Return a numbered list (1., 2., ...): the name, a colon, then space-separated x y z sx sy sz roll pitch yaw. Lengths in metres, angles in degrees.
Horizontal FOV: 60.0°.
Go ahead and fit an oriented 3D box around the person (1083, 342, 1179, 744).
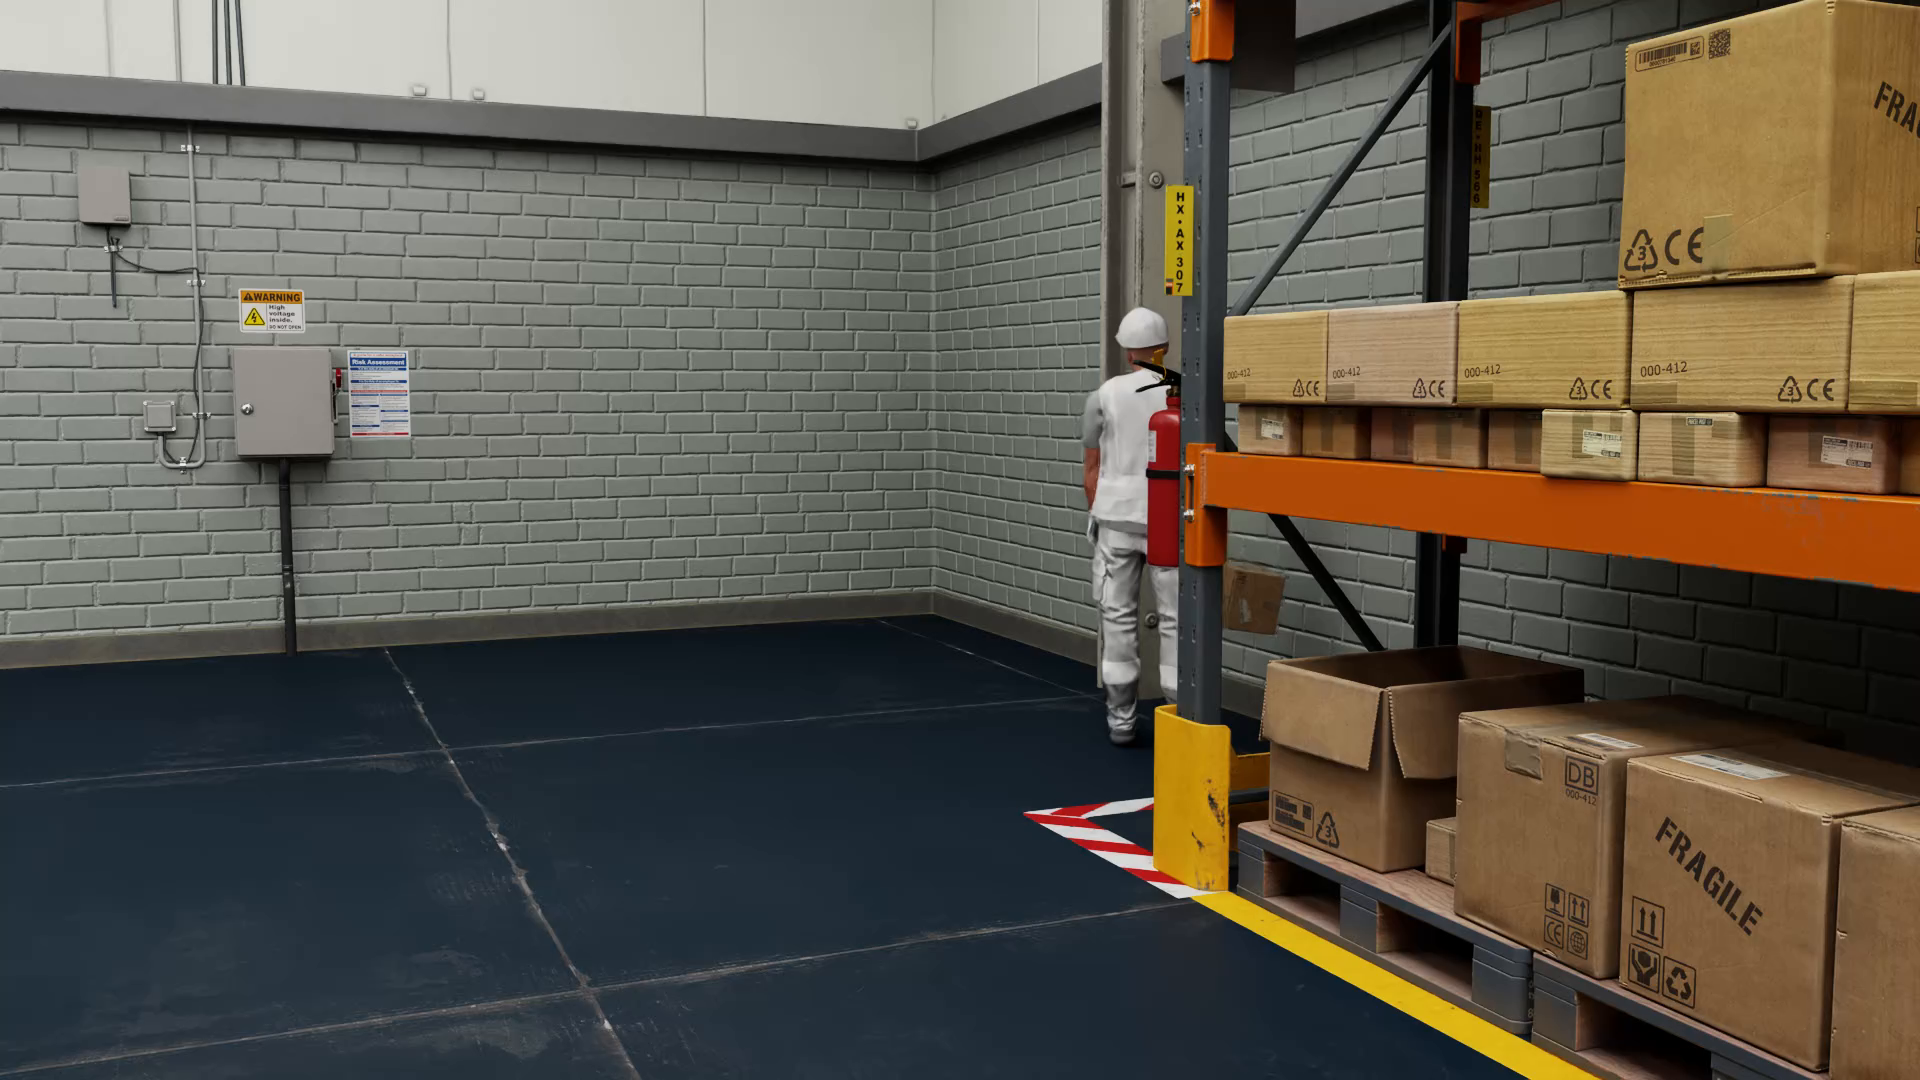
1. person: 0.794 -0.025 6.841 0.572 1.749 0.470 1 5 11
